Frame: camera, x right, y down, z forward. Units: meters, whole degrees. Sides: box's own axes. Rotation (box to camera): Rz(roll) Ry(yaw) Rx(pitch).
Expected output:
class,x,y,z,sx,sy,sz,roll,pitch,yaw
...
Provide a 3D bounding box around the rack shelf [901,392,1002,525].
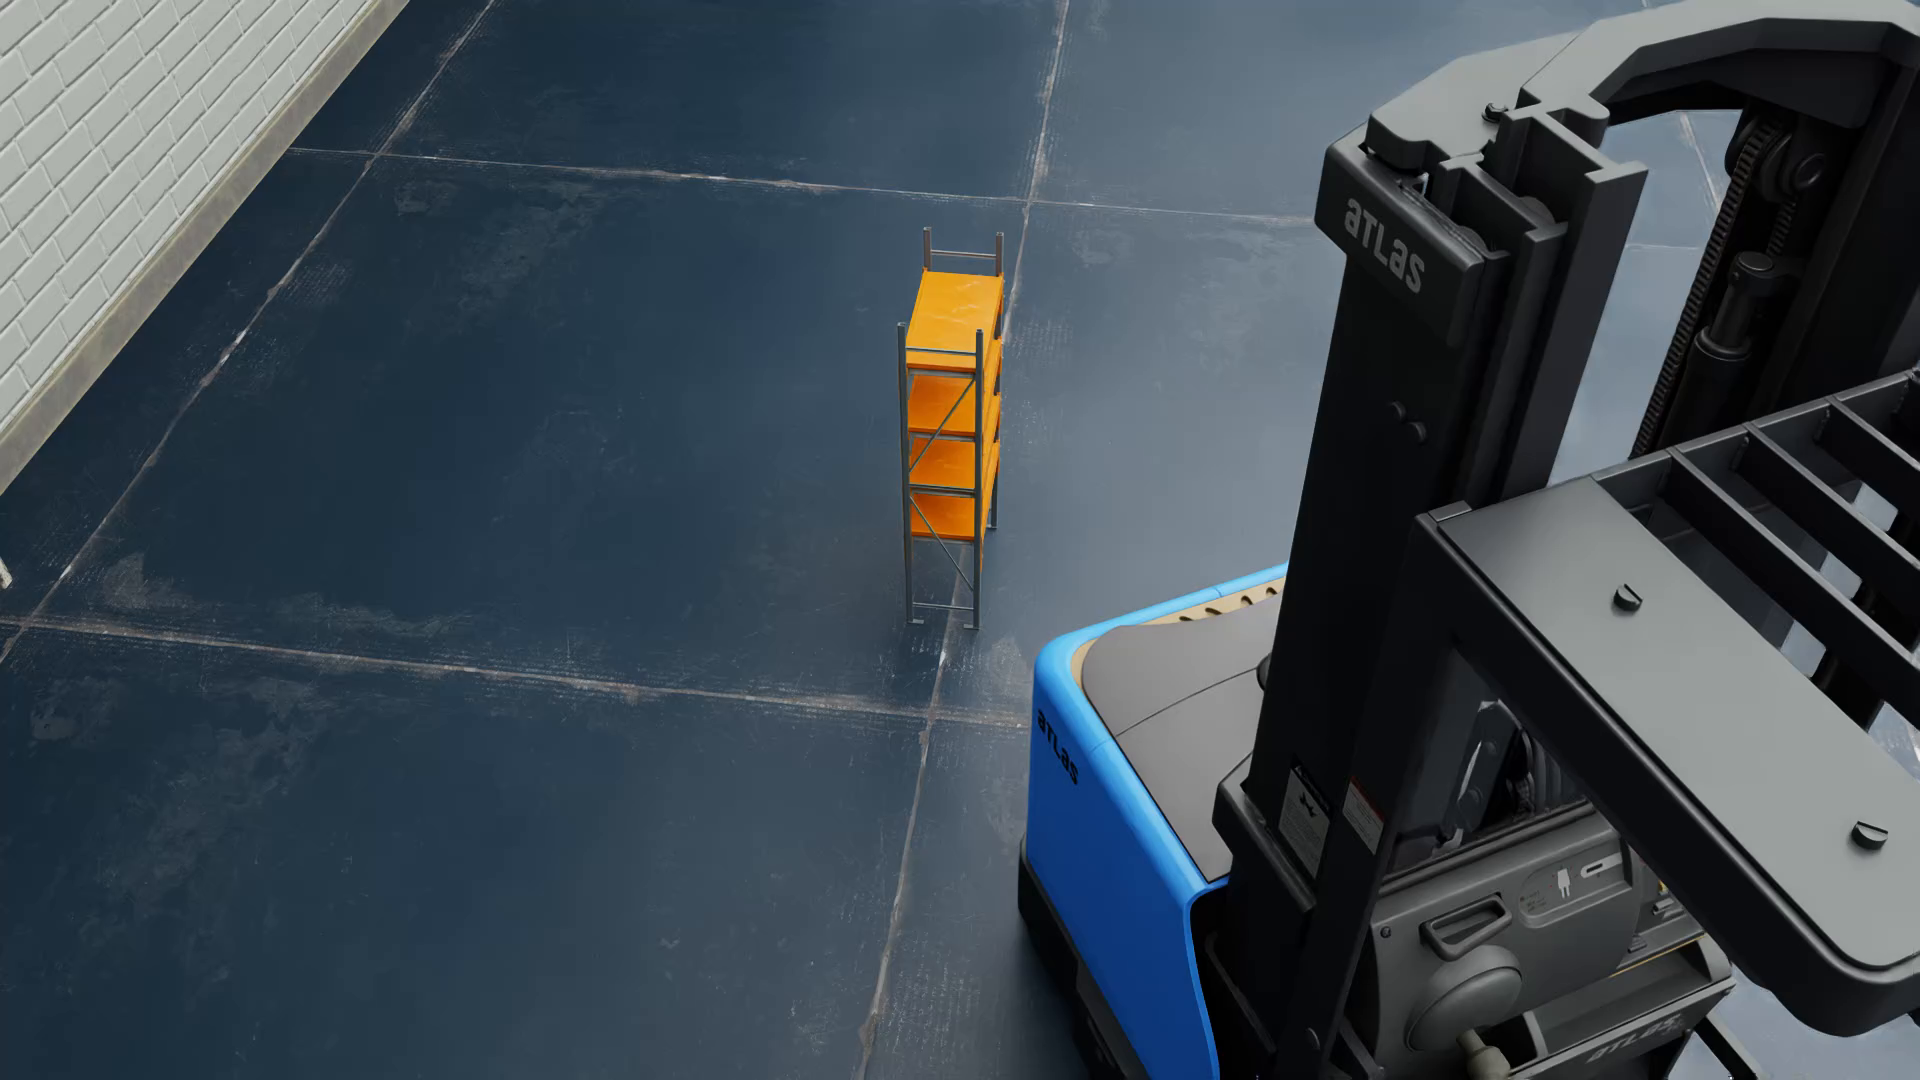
class,x,y,z,sx,sy,sz,roll,pitch,yaw
rack shelf,-0.022,-0.274,5.265,0.258,0.148,0.480,5,44,6

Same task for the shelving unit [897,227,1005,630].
class,x,y,z,sx,sy,sz,roll,pitch,yaw
shelving unit,-0.022,-0.323,5.218,0.258,1.200,0.503,5,44,6

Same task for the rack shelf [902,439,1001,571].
class,x,y,z,sx,sy,sz,roll,pitch,yaw
rack shelf,-0.022,-0.130,5.401,0.258,0.148,0.480,5,44,6

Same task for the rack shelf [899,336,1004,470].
class,x,y,z,sx,sy,sz,roll,pitch,yaw
rack shelf,-0.022,-0.436,5.111,0.258,0.148,0.480,5,44,6

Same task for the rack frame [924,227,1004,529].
class,x,y,z,sx,sy,sz,roll,pitch,yaw
rack frame,0.010,-0.489,5.394,0.240,1.200,0.015,5,44,6

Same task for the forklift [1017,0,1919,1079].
class,x,y,z,sx,sy,sz,roll,pitch,yaw
forklift,1.210,0.758,2.818,1.130,2.935,3.031,-17,46,-17

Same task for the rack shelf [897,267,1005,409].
class,x,y,z,sx,sy,sz,roll,pitch,yaw
rack shelf,-0.022,-0.608,4.948,0.258,0.148,0.480,5,44,6

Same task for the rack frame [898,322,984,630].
class,x,y,z,sx,sy,sz,roll,pitch,yaw
rack frame,-0.054,-0.157,5.043,0.240,1.200,0.015,5,44,6
